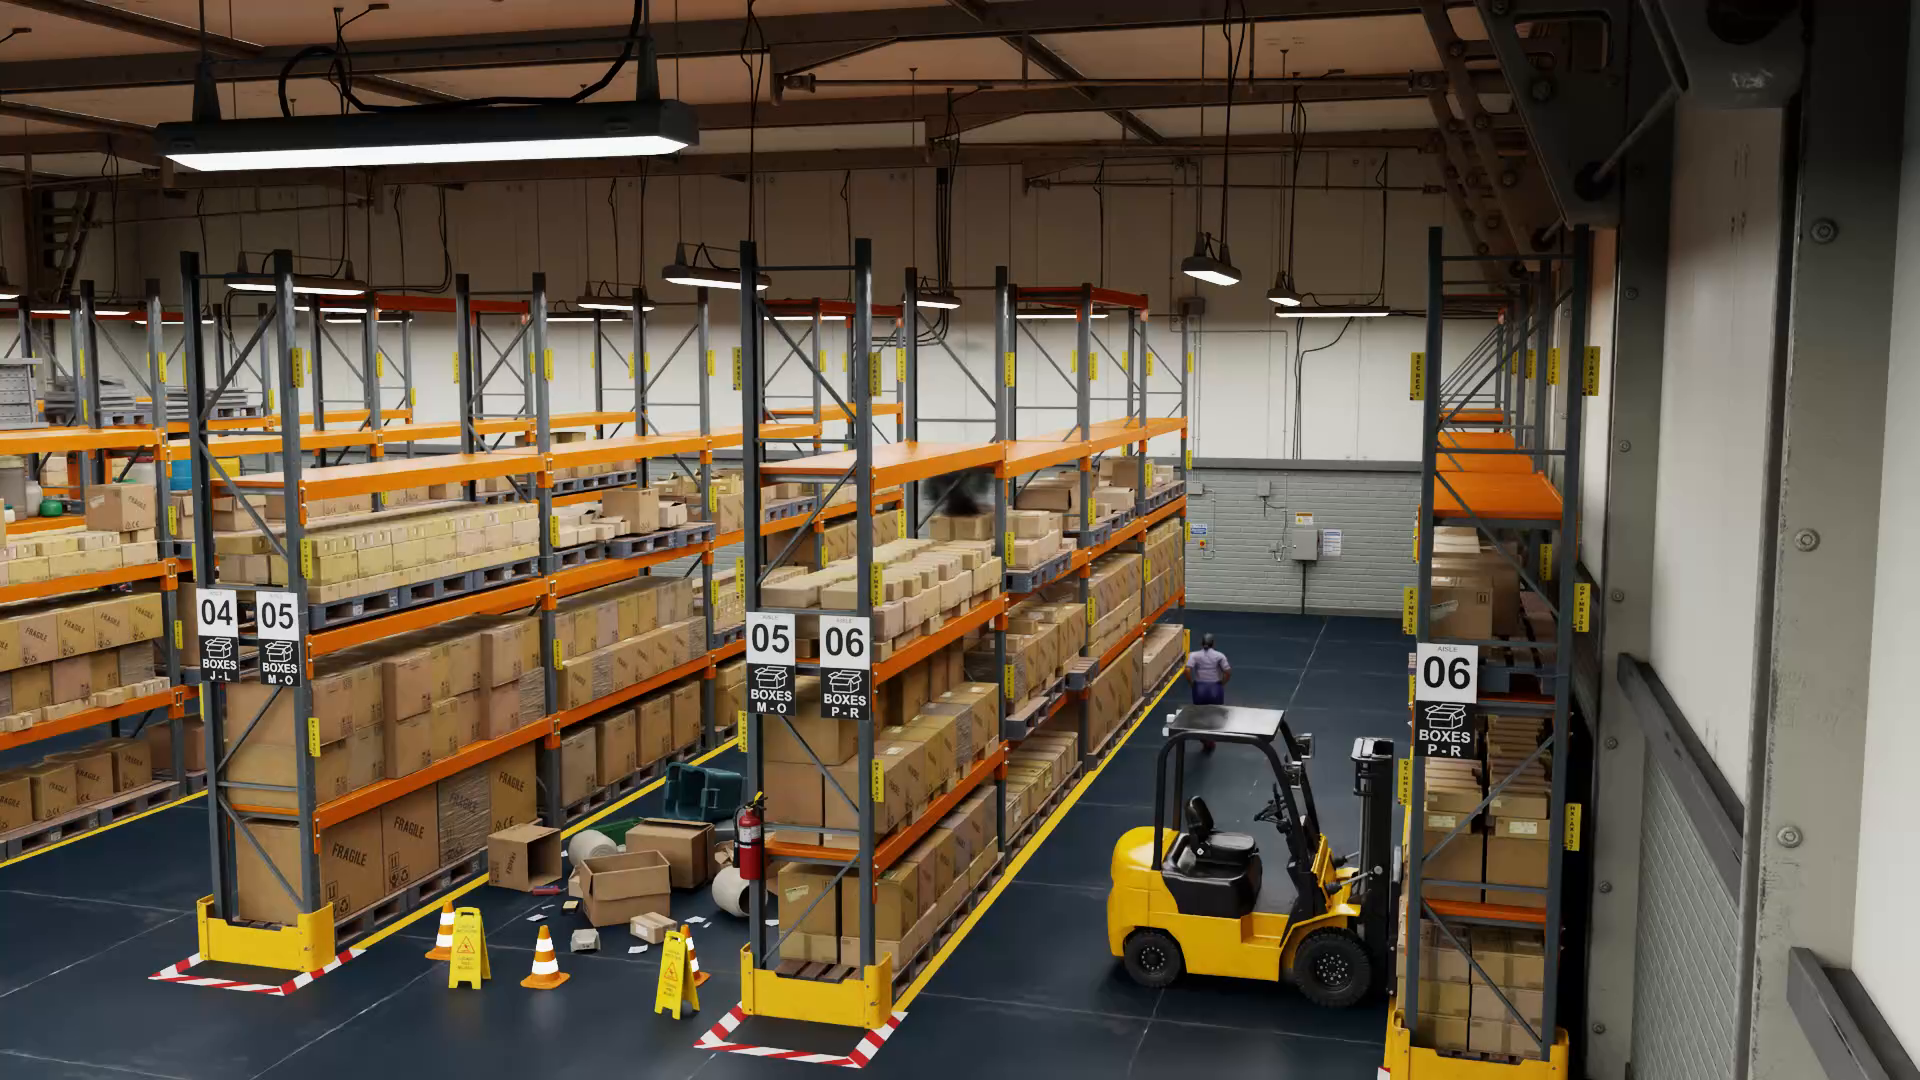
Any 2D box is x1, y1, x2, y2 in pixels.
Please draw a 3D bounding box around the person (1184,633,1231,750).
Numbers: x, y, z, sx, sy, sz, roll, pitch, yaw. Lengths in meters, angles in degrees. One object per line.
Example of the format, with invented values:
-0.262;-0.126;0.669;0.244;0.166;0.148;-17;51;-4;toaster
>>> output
3.192;2.002;21.388;0.587;1.633;0.930;2;7;17;person
